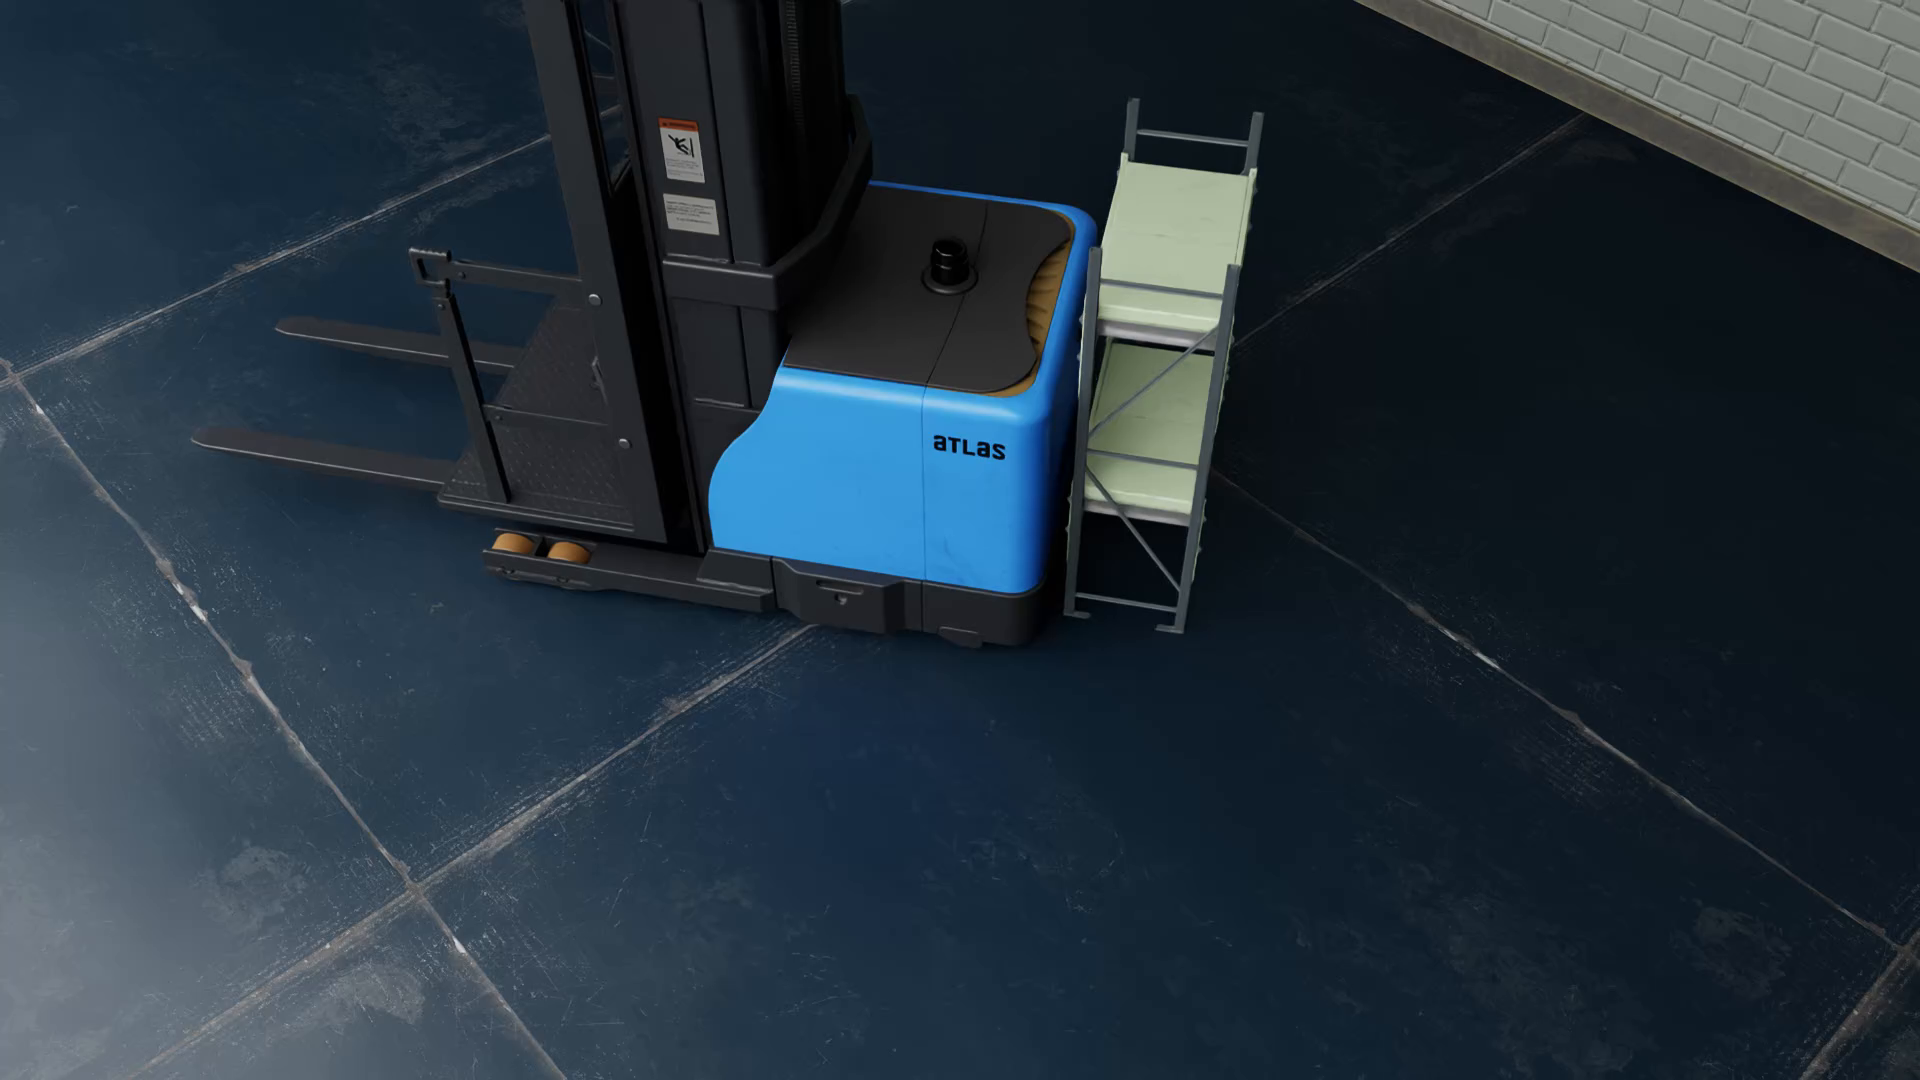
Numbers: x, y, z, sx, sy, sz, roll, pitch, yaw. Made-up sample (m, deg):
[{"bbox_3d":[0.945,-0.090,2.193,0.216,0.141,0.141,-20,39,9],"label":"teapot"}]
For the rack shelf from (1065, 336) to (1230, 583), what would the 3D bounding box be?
[{"bbox_3d":[0.616,-0.278,5.430,0.431,0.370,0.720,9,48,8],"label":"rack shelf"}]

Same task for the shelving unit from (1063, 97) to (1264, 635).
[{"bbox_3d":[0.616,-0.499,5.190,0.431,1.500,0.755,9,48,8],"label":"shelving unit"}]

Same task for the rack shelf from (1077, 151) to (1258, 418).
[{"bbox_3d":[0.616,-0.764,4.903,0.431,0.370,0.720,9,48,8],"label":"rack shelf"}]

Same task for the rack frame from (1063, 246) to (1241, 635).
[{"bbox_3d":[0.541,-0.236,4.947,0.400,1.500,0.023,9,48,8],"label":"rack frame"}]

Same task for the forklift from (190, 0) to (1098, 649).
[{"bbox_3d":[-1.122,-1.198,4.861,3.031,2.935,1.130,9,48,8],"label":"forklift"}]

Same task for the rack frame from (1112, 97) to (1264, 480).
[{"bbox_3d":[0.692,-0.762,5.433,0.400,1.500,0.023,9,48,8],"label":"rack frame"}]
